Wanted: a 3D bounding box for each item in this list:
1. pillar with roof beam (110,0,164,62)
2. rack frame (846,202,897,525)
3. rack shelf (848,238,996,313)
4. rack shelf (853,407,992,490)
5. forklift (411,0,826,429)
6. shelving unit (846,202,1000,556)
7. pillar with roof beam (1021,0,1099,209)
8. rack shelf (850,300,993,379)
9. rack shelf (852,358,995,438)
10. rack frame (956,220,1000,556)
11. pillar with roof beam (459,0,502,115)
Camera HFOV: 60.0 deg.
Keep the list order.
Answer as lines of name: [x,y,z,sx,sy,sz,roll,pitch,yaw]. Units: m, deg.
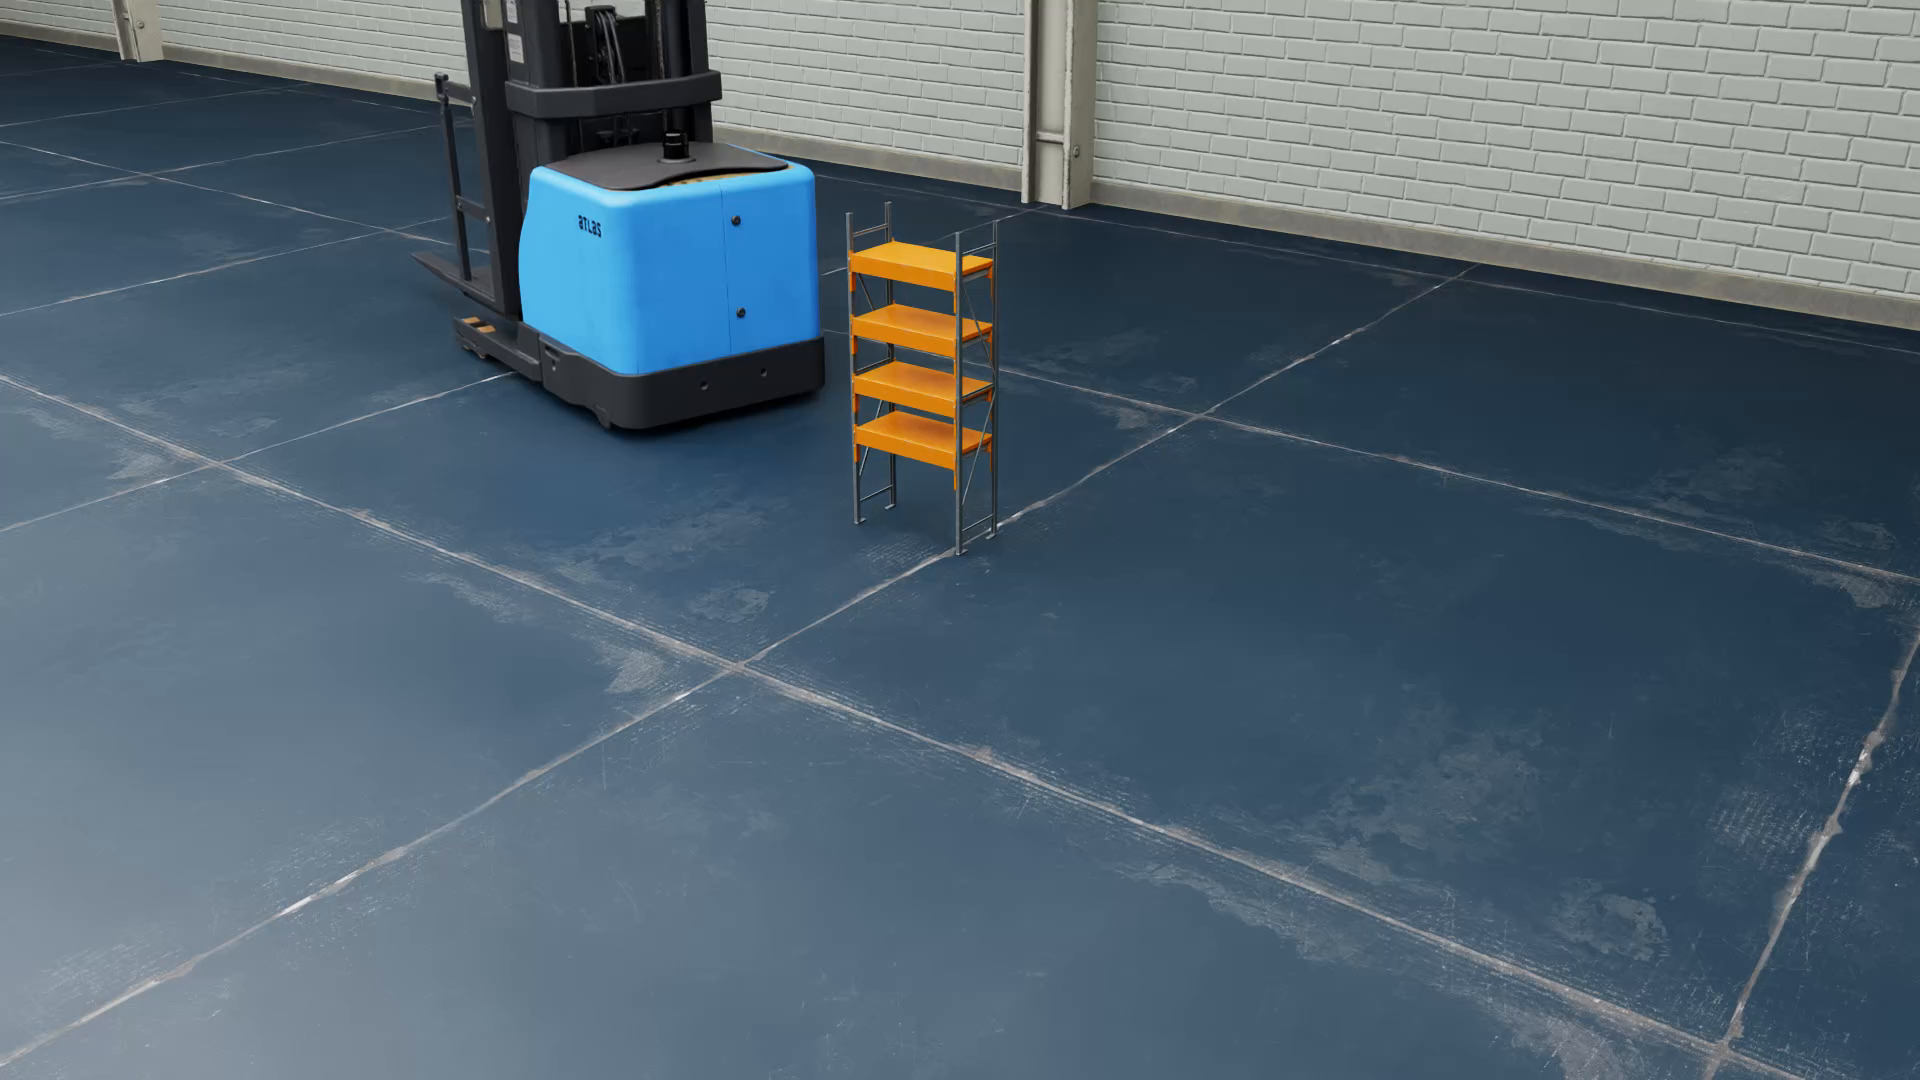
pillar with roof beam: [-11.510,-7.990,13.225,0.400,9.000,9.100,17,29,33]
rack frame: [-0.328,-0.648,6.233,0.015,1.200,0.240,17,29,33]
rack shelf: [-0.132,-0.949,5.940,0.480,0.148,0.258,17,29,33]
rack shelf: [-0.132,-0.346,6.206,0.480,0.148,0.258,17,29,33]
forklift: [-1.913,-2.349,7.946,1.130,2.935,3.031,-17,29,-34]
shelving unit: [-0.132,-0.589,6.099,0.503,1.200,0.258,17,29,33]
pillar with roof beam: [-1.907,-5.089,6.639,0.400,9.000,9.100,17,29,33]
rack shelf: [-0.132,-0.732,6.036,0.480,0.148,0.258,17,29,33]
rack shelf: [-0.132,-0.528,6.126,0.480,0.148,0.258,17,29,33]
rack frame: [0.063,-0.530,5.965,0.015,1.200,0.240,17,29,33]
pillar with roof beam: [-6.708,-6.540,9.932,0.400,9.000,9.100,17,29,33]
